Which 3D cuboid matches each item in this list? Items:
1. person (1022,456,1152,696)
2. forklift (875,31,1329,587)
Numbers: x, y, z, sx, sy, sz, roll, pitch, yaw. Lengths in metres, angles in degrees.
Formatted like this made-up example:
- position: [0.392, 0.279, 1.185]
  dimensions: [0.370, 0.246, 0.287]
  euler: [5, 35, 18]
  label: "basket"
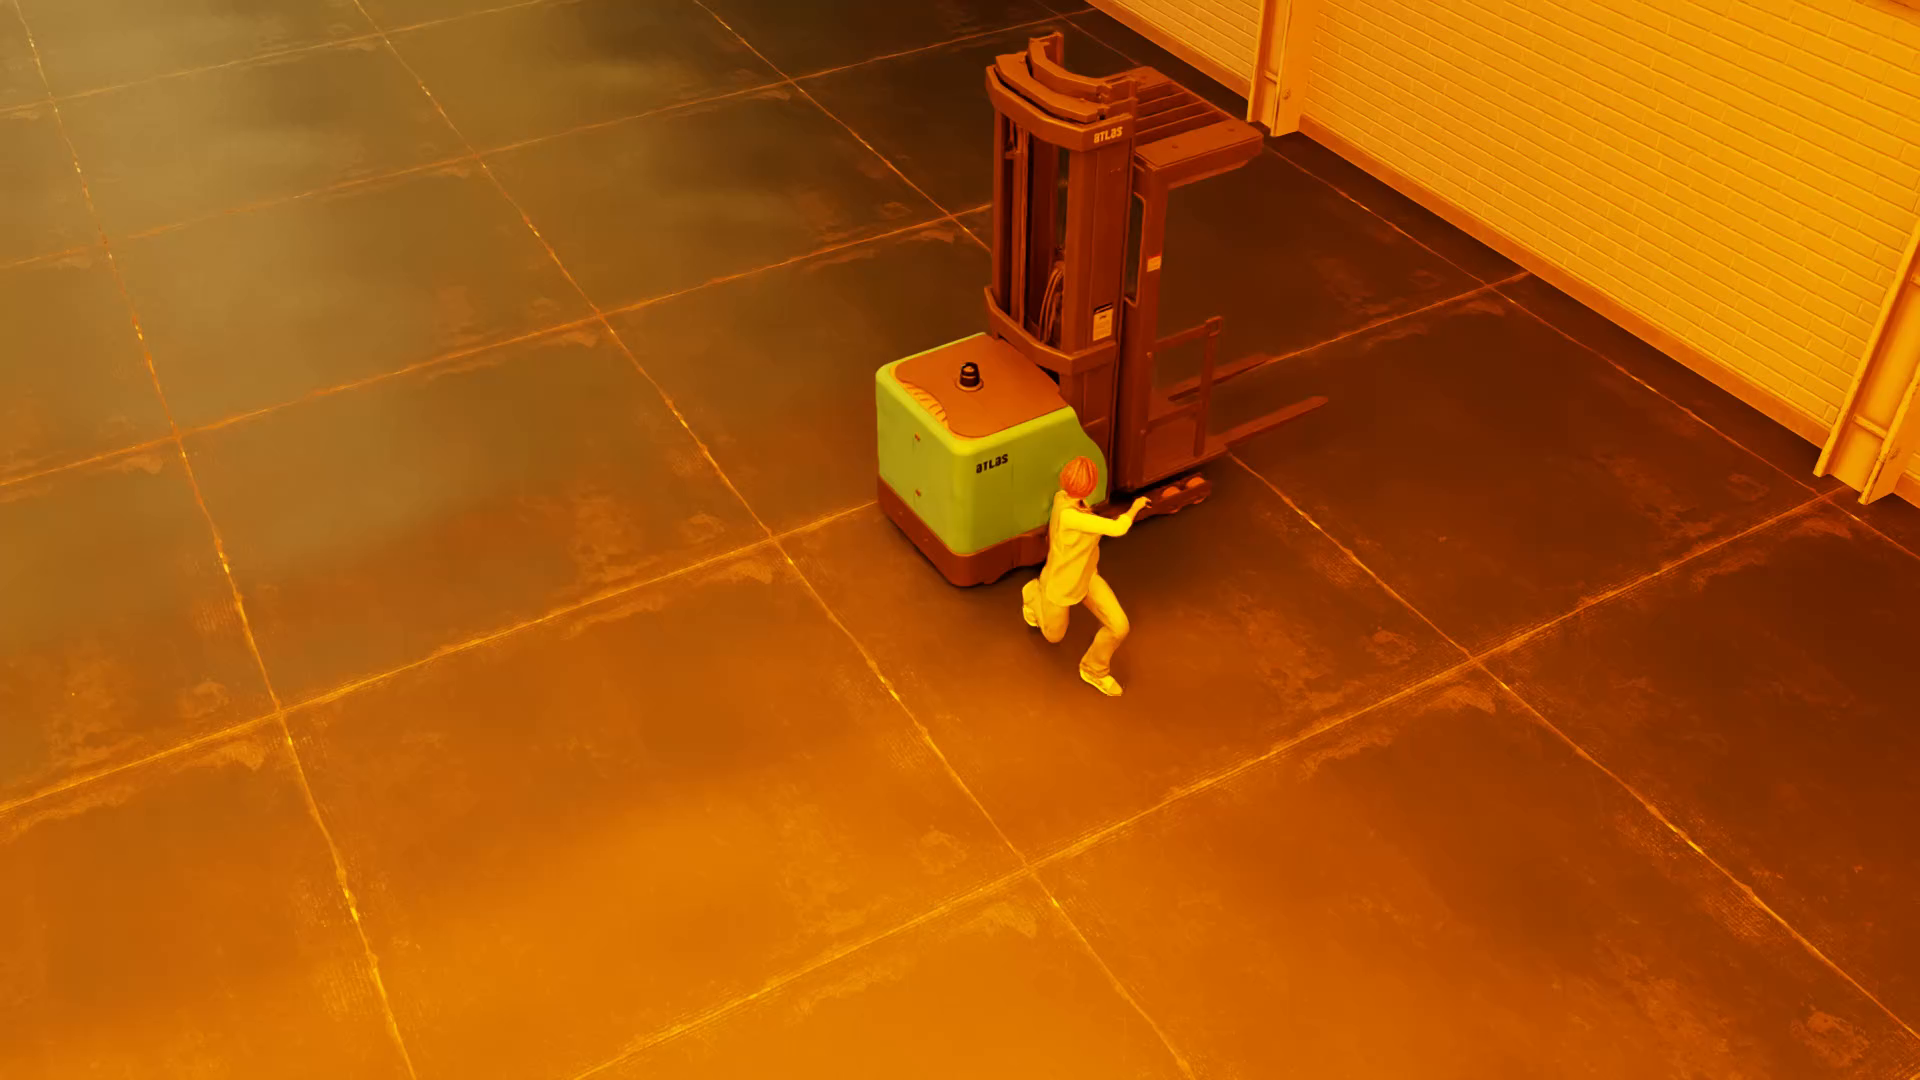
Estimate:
- position: [0.708, 0.098, 9.199]
  dimensions: [0.880, 1.339, 0.702]
  euler: [32, 49, 32]
  label: "person"
- position: [1.005, -1.563, 9.920]
  dimensions: [3.031, 2.935, 1.130]
  euler: [-22, 44, -24]
  label: "forklift"
